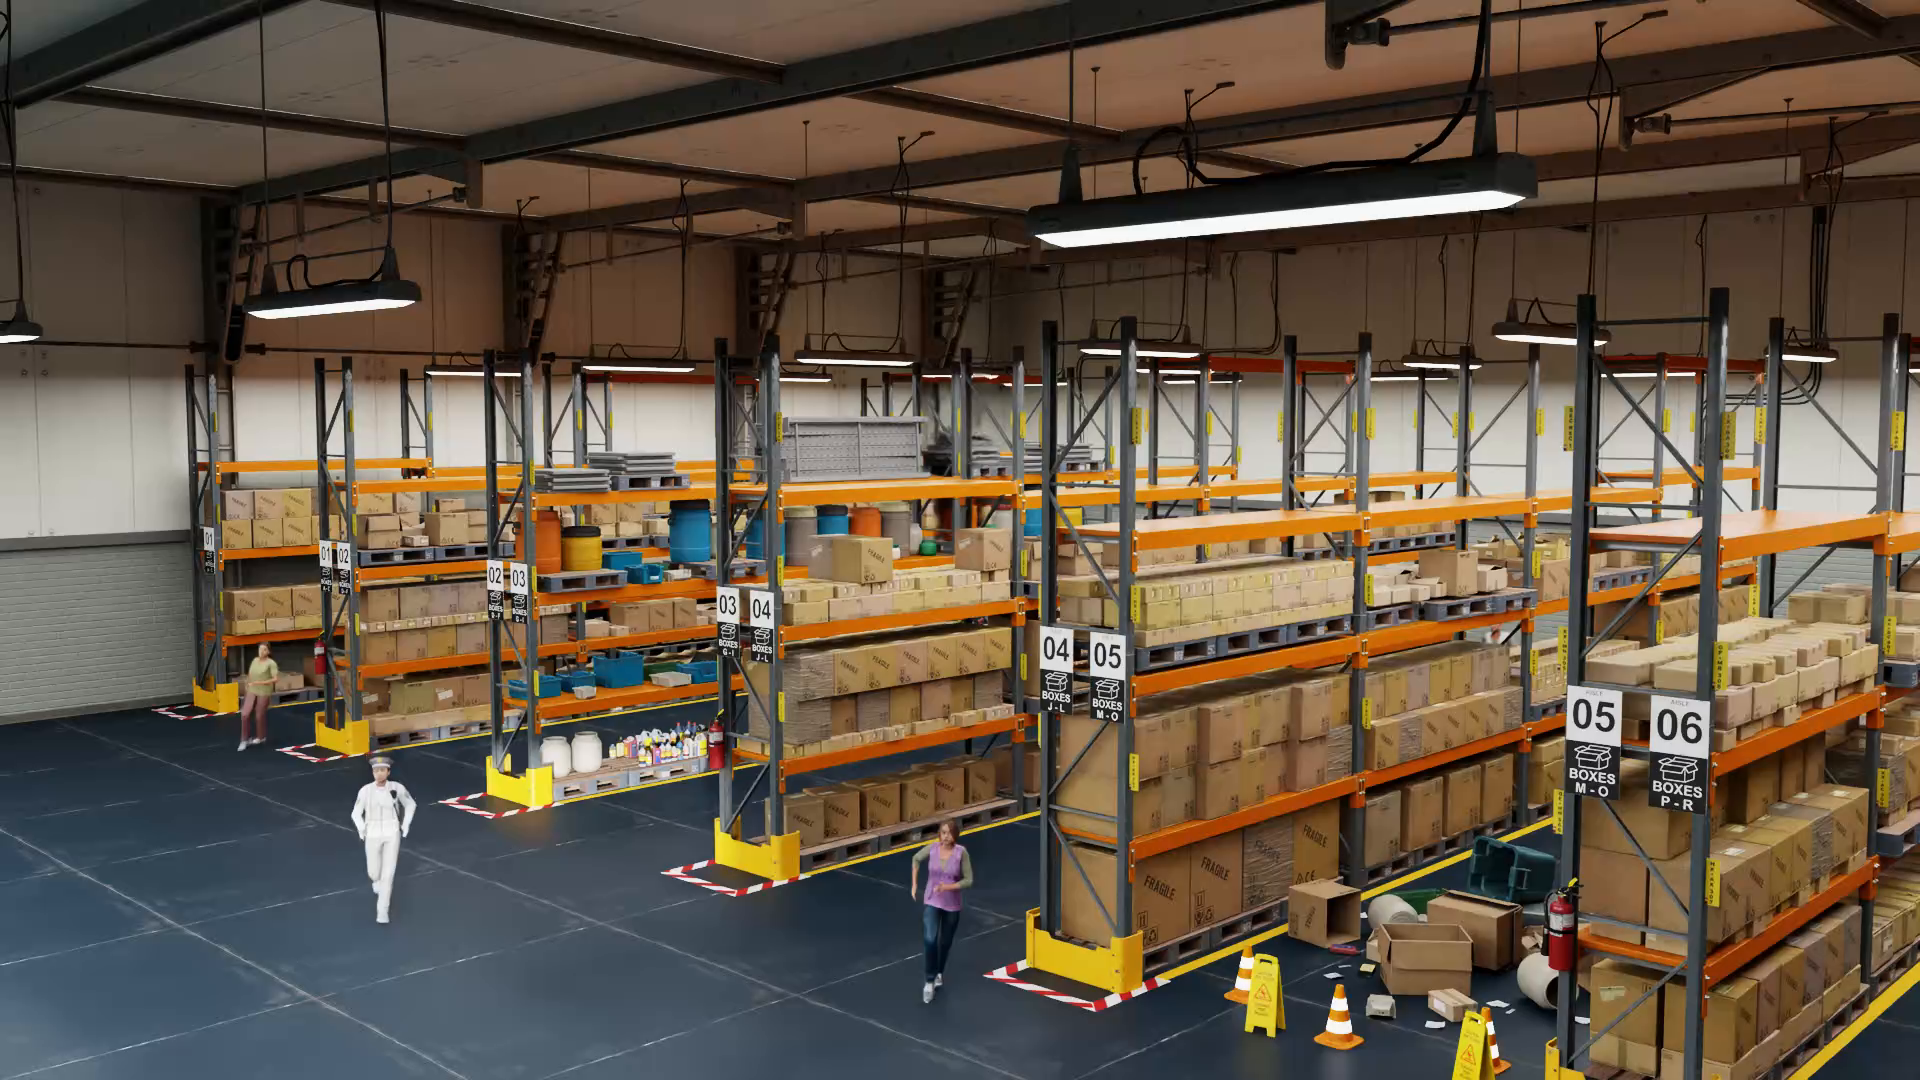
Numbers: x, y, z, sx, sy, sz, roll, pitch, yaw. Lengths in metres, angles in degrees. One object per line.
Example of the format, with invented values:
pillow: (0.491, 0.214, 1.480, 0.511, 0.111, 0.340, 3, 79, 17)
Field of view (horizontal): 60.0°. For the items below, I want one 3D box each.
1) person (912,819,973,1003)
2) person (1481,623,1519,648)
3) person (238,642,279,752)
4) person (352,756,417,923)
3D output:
person: (-0.157, 3.248, 14.711, 0.539, 1.597, 0.642, 0, 4, -4)
person: (9.111, 2.154, 28.143, 0.713, 1.727, 0.644, 3, 6, 37)
person: (-10.744, 2.389, 25.573, 0.604, 1.680, 0.641, 0, 4, 2)
person: (-5.917, 3.035, 17.103, 0.633, 1.657, 0.773, -1, 5, -16)
